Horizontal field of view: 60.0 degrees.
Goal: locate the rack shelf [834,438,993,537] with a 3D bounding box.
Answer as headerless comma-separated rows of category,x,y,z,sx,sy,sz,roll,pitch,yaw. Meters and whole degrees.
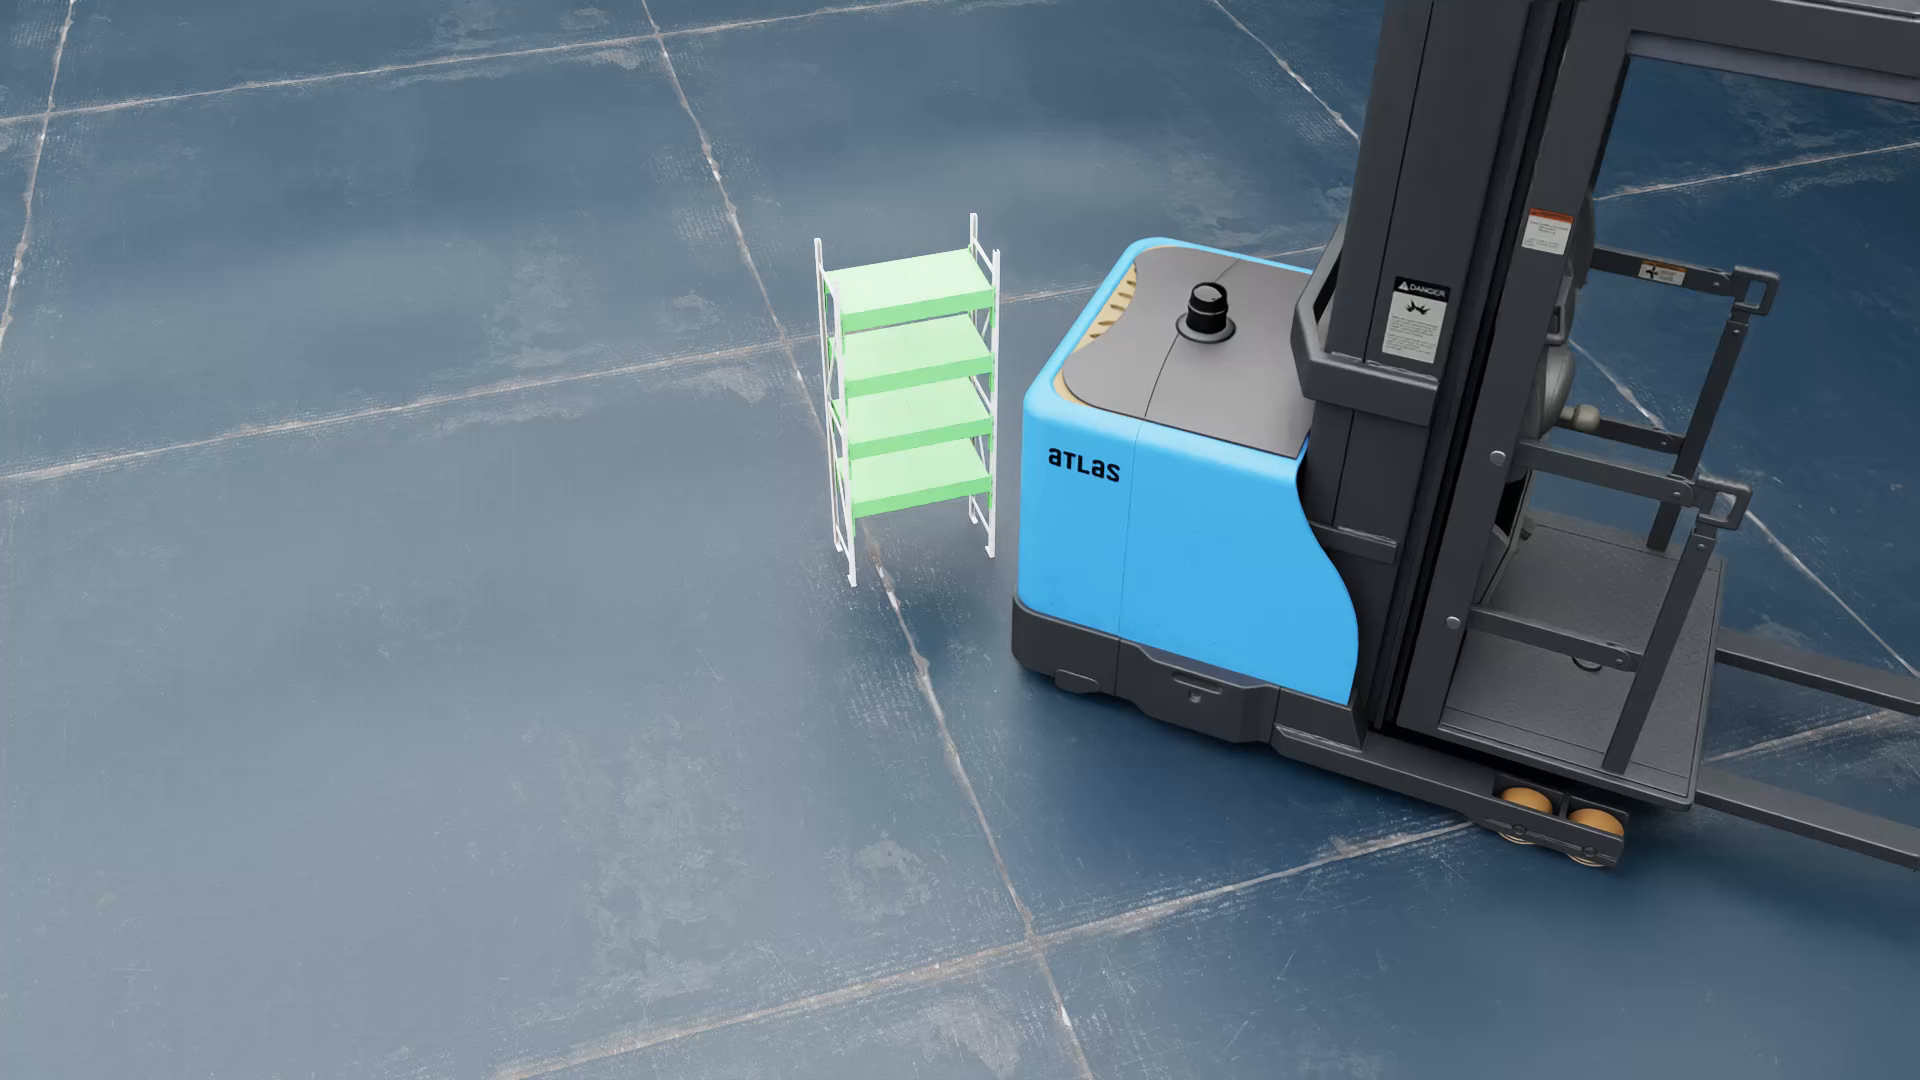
rack shelf,-0.158,-0.190,5.518,0.480,0.148,0.258,-12,42,-13

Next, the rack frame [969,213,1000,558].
rack frame,0.075,-0.467,5.373,0.015,1.200,0.240,-12,42,-13

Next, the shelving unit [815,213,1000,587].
shelving unit,-0.158,-0.419,5.318,0.503,1.200,0.258,-12,42,-13

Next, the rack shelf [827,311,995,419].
rack shelf,-0.158,-0.552,5.202,0.480,0.148,0.258,-12,42,-13

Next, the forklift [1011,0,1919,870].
forklift,1.725,-0.584,4.190,3.031,2.935,1.130,16,44,18

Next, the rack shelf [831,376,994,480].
rack shelf,-0.158,-0.371,5.360,0.480,0.148,0.258,-12,42,-13

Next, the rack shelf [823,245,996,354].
rack shelf,-0.158,-0.732,5.044,0.480,0.148,0.258,-12,42,-13

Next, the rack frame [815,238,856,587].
rack frame,-0.391,-0.371,5.263,0.015,1.200,0.240,-12,42,-13
